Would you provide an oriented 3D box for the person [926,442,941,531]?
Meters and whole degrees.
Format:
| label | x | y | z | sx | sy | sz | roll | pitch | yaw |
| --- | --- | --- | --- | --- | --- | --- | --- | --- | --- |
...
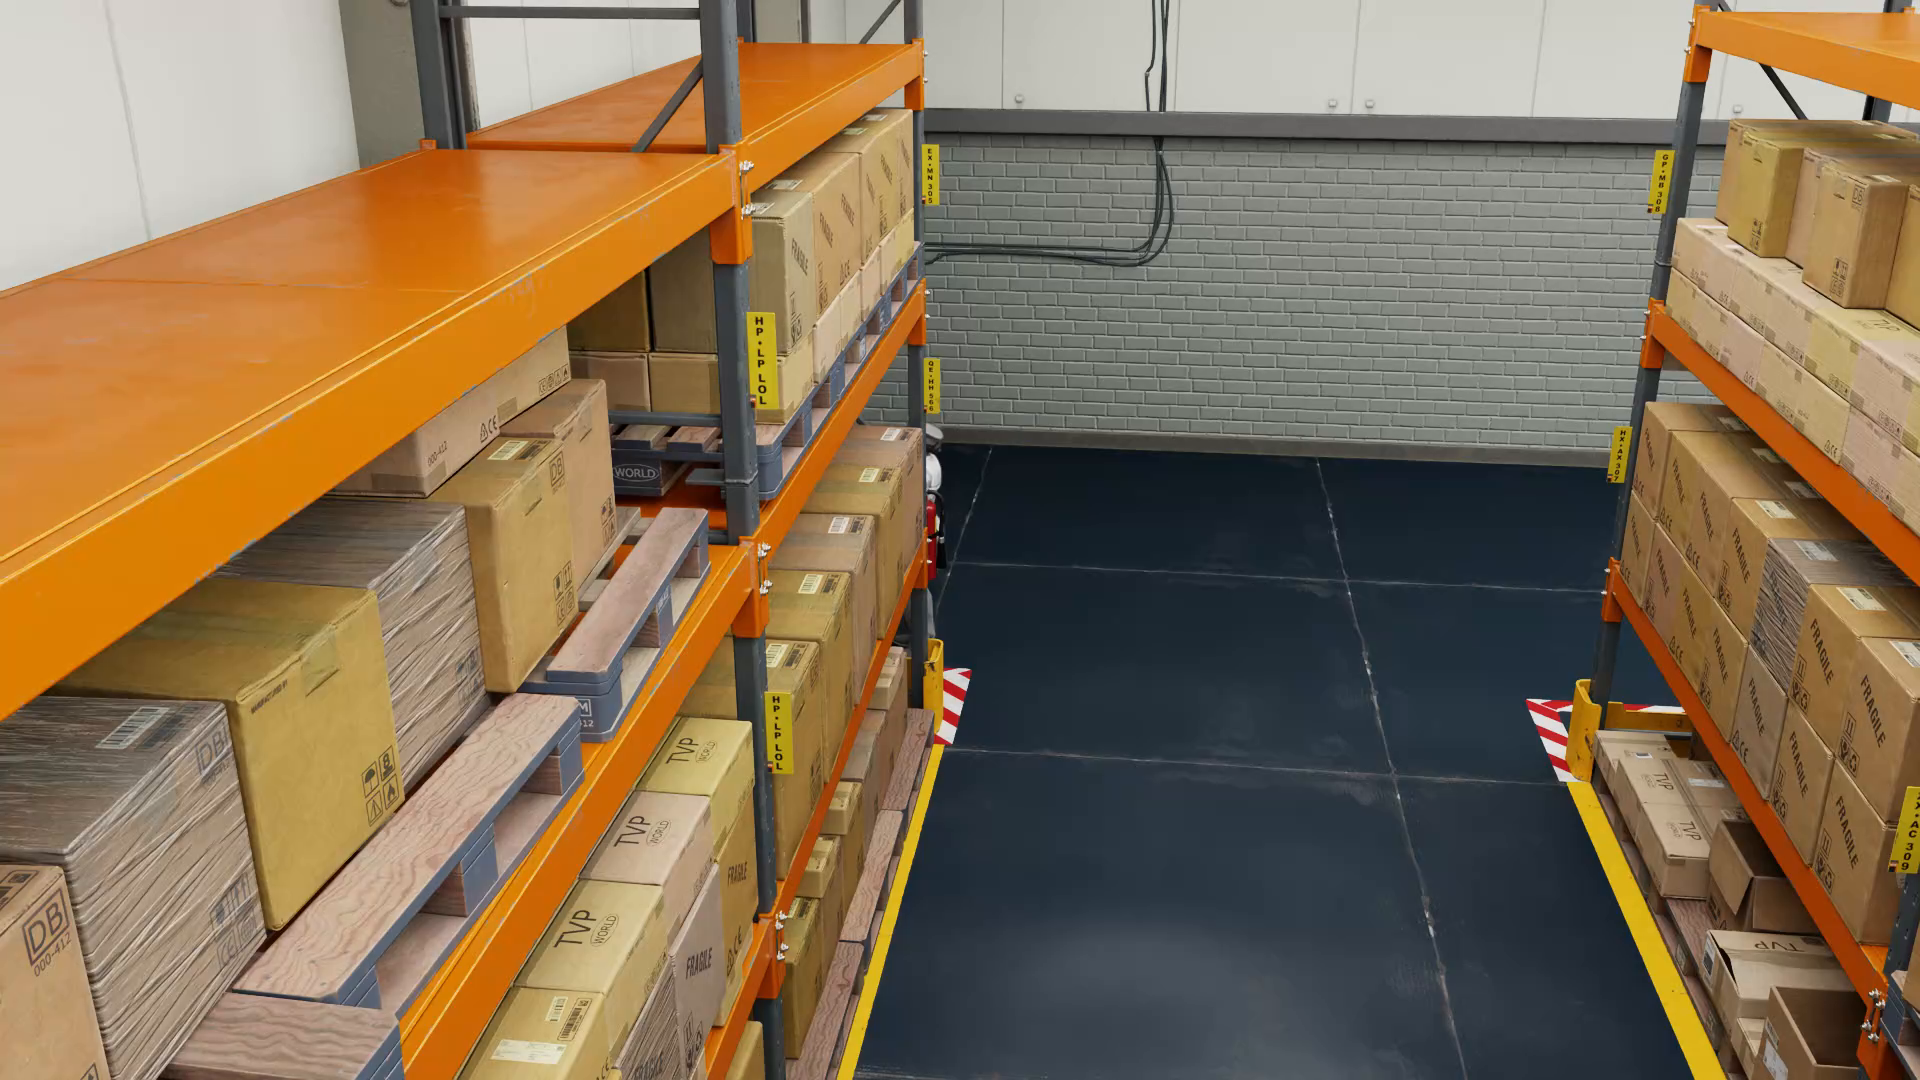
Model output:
| label | x | y | z | sx | sy | sz | roll | pitch | yaw |
| --- | --- | --- | --- | --- | --- | --- | --- | --- | --- |
| person | -0.378 | -0.400 | 10.954 | 0.517 | 0.791 | 0.450 | 3 | 21 | 7 |
